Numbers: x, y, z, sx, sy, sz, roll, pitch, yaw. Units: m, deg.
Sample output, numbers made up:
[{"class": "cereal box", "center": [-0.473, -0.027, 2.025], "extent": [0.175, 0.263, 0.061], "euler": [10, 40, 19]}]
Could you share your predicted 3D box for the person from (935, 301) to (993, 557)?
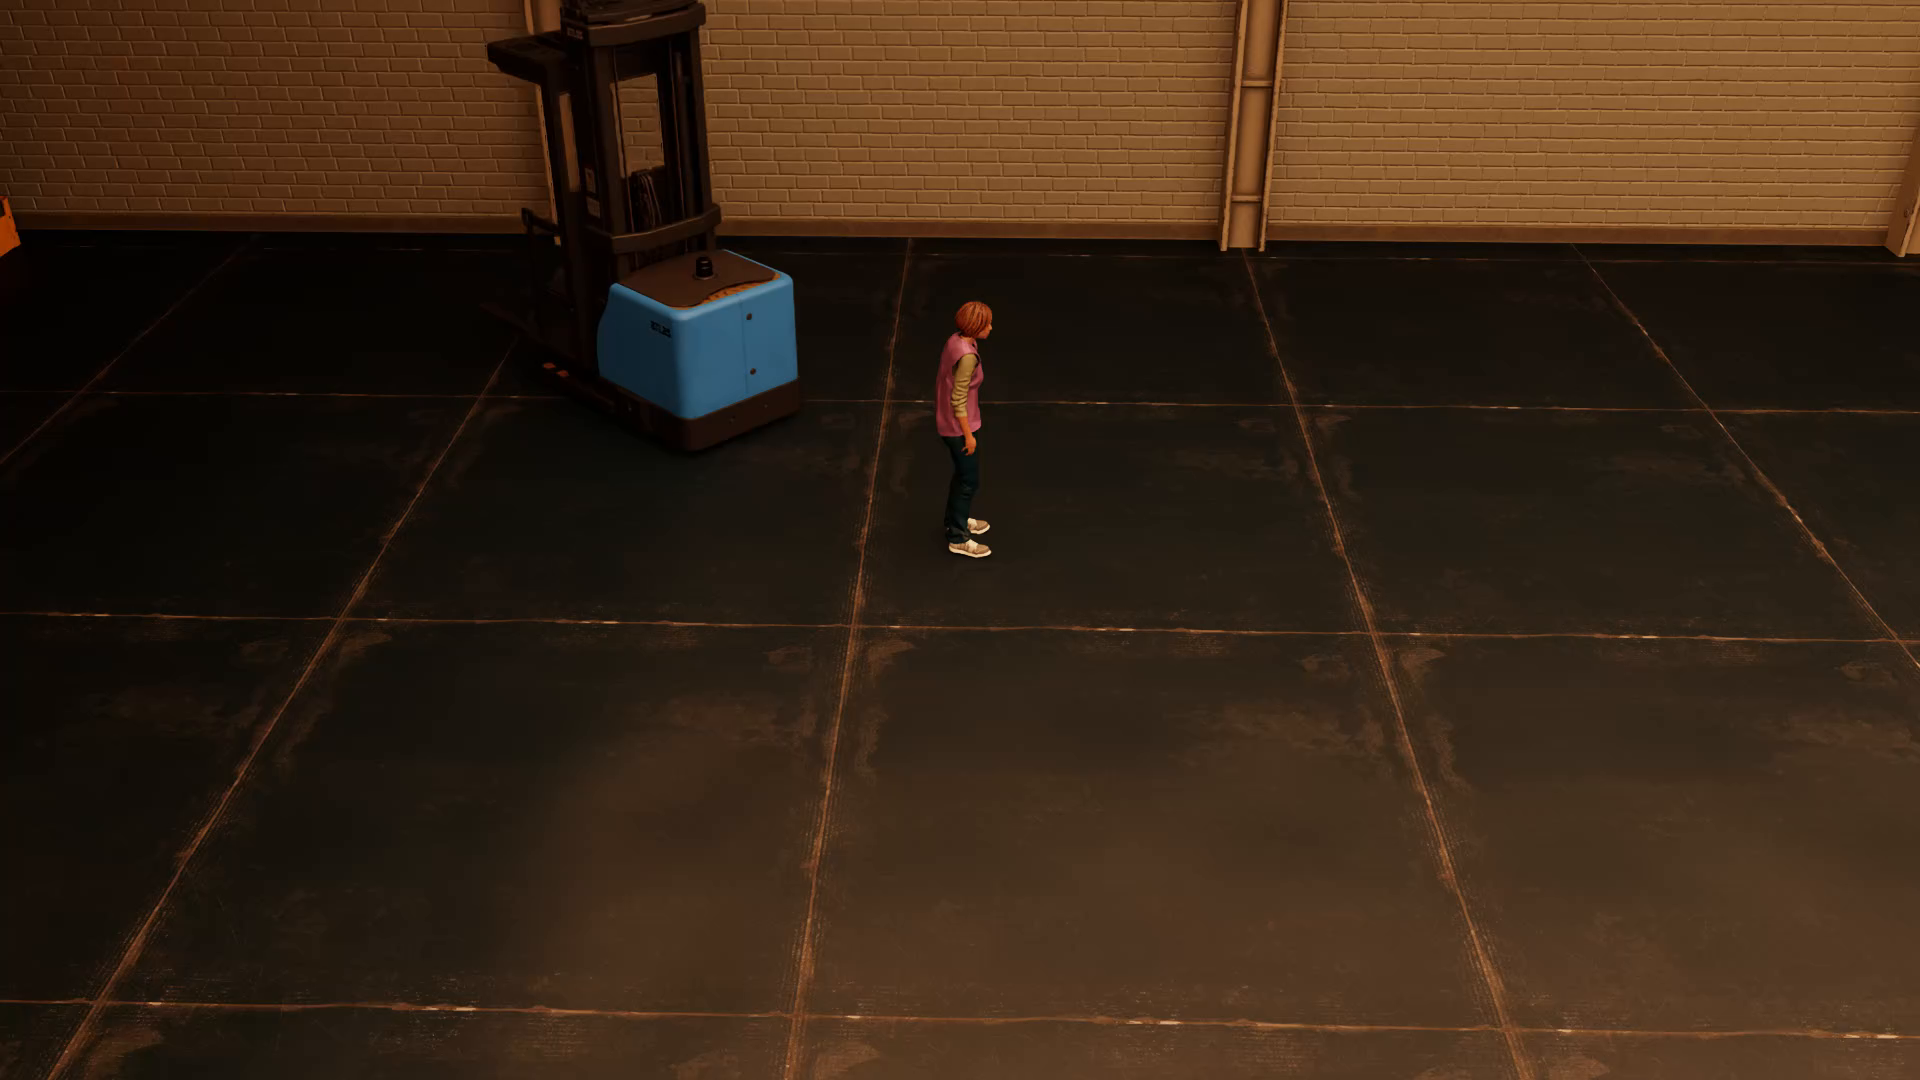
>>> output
[{"class": "person", "center": [0.021, -0.690, 10.105], "extent": [0.345, 1.591, 0.481], "euler": [-1, 31, -2]}]

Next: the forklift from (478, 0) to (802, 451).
[{"class": "forklift", "center": [-2.535, -2.519, 11.887], "extent": [1.130, 2.935, 3.031], "euler": [-27, 40, -37]}]
